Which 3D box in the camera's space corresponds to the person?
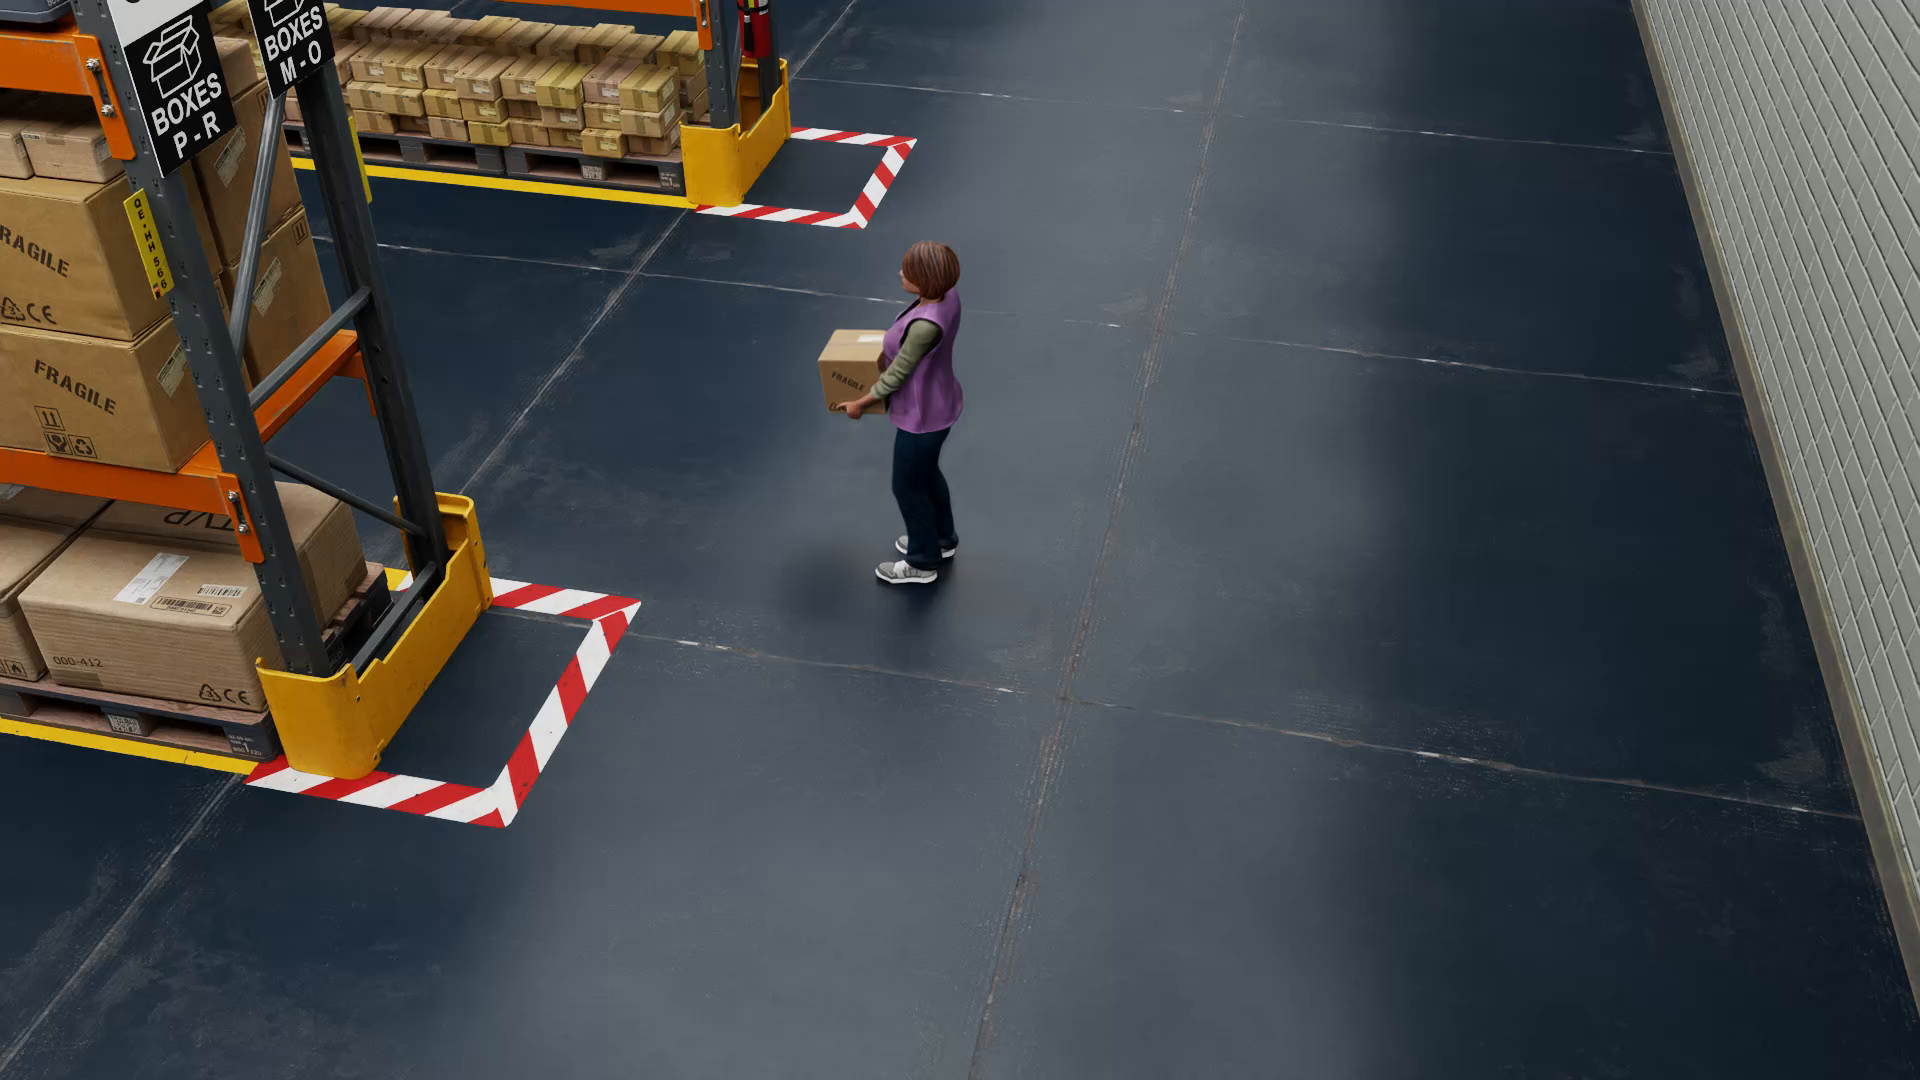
[{"bbox_3d":[-0.235,-0.523,6.860,0.495,1.587,0.403,8,38,11],"label":"person"}]
